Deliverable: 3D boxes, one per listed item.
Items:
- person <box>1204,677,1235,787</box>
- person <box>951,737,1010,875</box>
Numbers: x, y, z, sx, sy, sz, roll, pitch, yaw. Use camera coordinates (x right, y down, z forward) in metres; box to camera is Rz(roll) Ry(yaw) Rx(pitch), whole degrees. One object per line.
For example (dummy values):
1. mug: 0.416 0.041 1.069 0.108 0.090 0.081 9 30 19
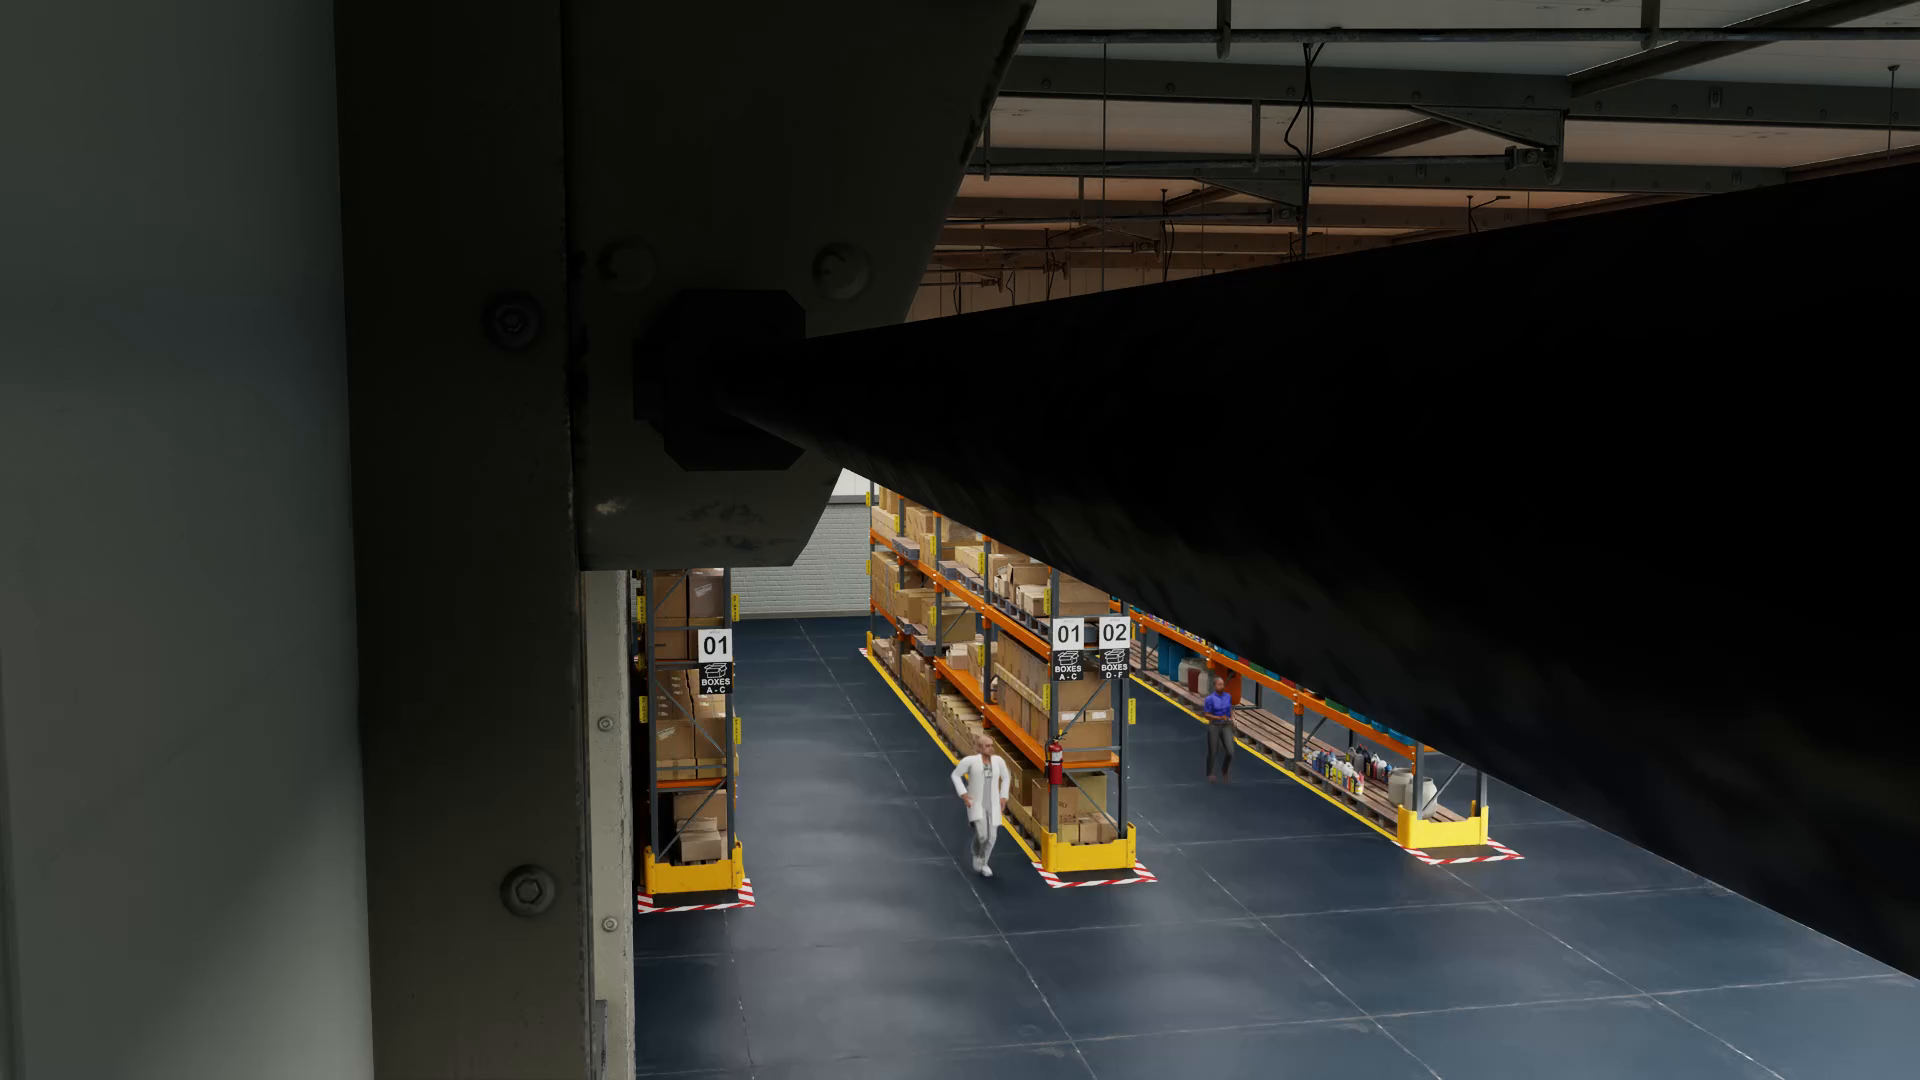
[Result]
1. person: 3.935 2.895 25.101 0.544 1.664 0.688 -1 6 -13
2. person: 0.306 3.313 20.662 0.737 1.742 0.568 -2 6 -18
